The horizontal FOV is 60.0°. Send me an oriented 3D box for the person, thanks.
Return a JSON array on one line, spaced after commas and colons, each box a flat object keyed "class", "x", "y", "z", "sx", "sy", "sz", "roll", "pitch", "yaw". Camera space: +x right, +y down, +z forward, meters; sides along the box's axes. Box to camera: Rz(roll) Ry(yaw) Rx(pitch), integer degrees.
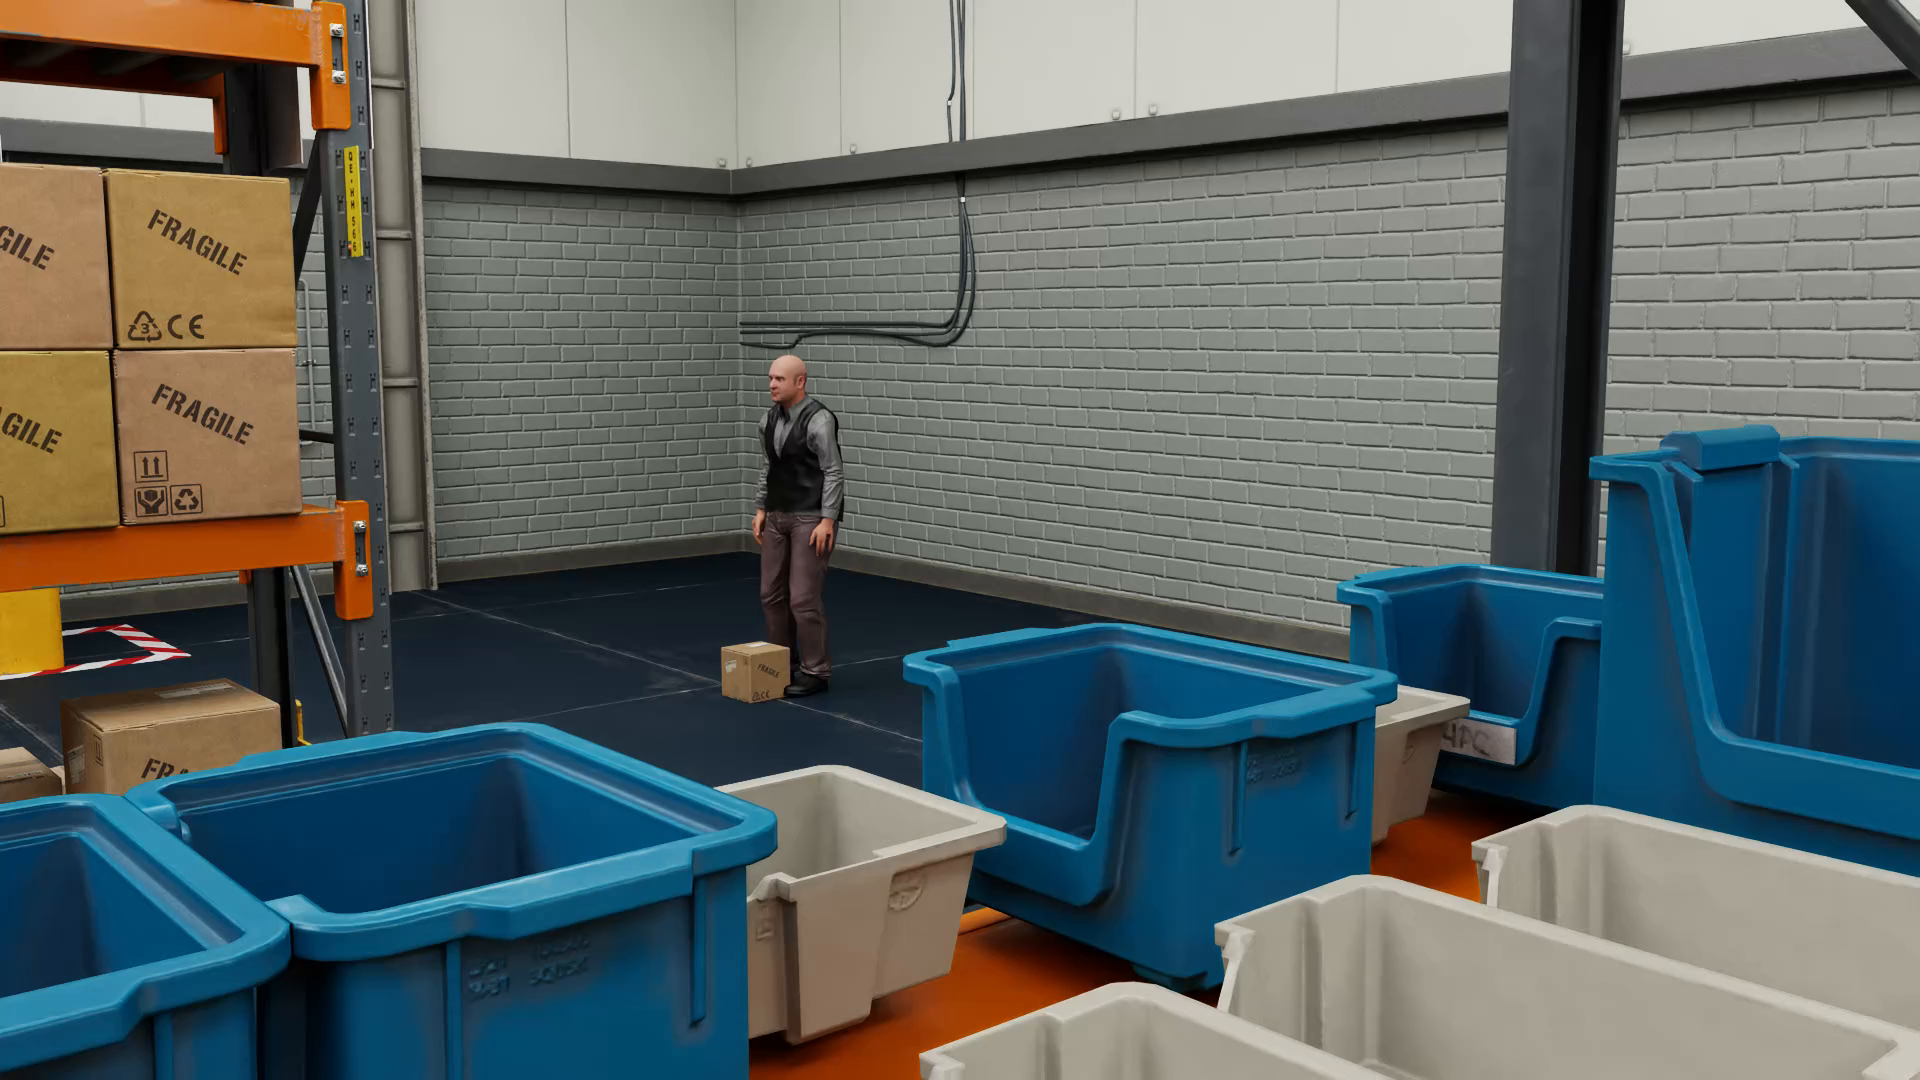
[{"class": "person", "x": -0.824, "y": -0.034, "z": 8.533, "sx": 0.421, "sy": 1.620, "sz": 0.593, "roll": -7, "pitch": 10, "yaw": -44}]
